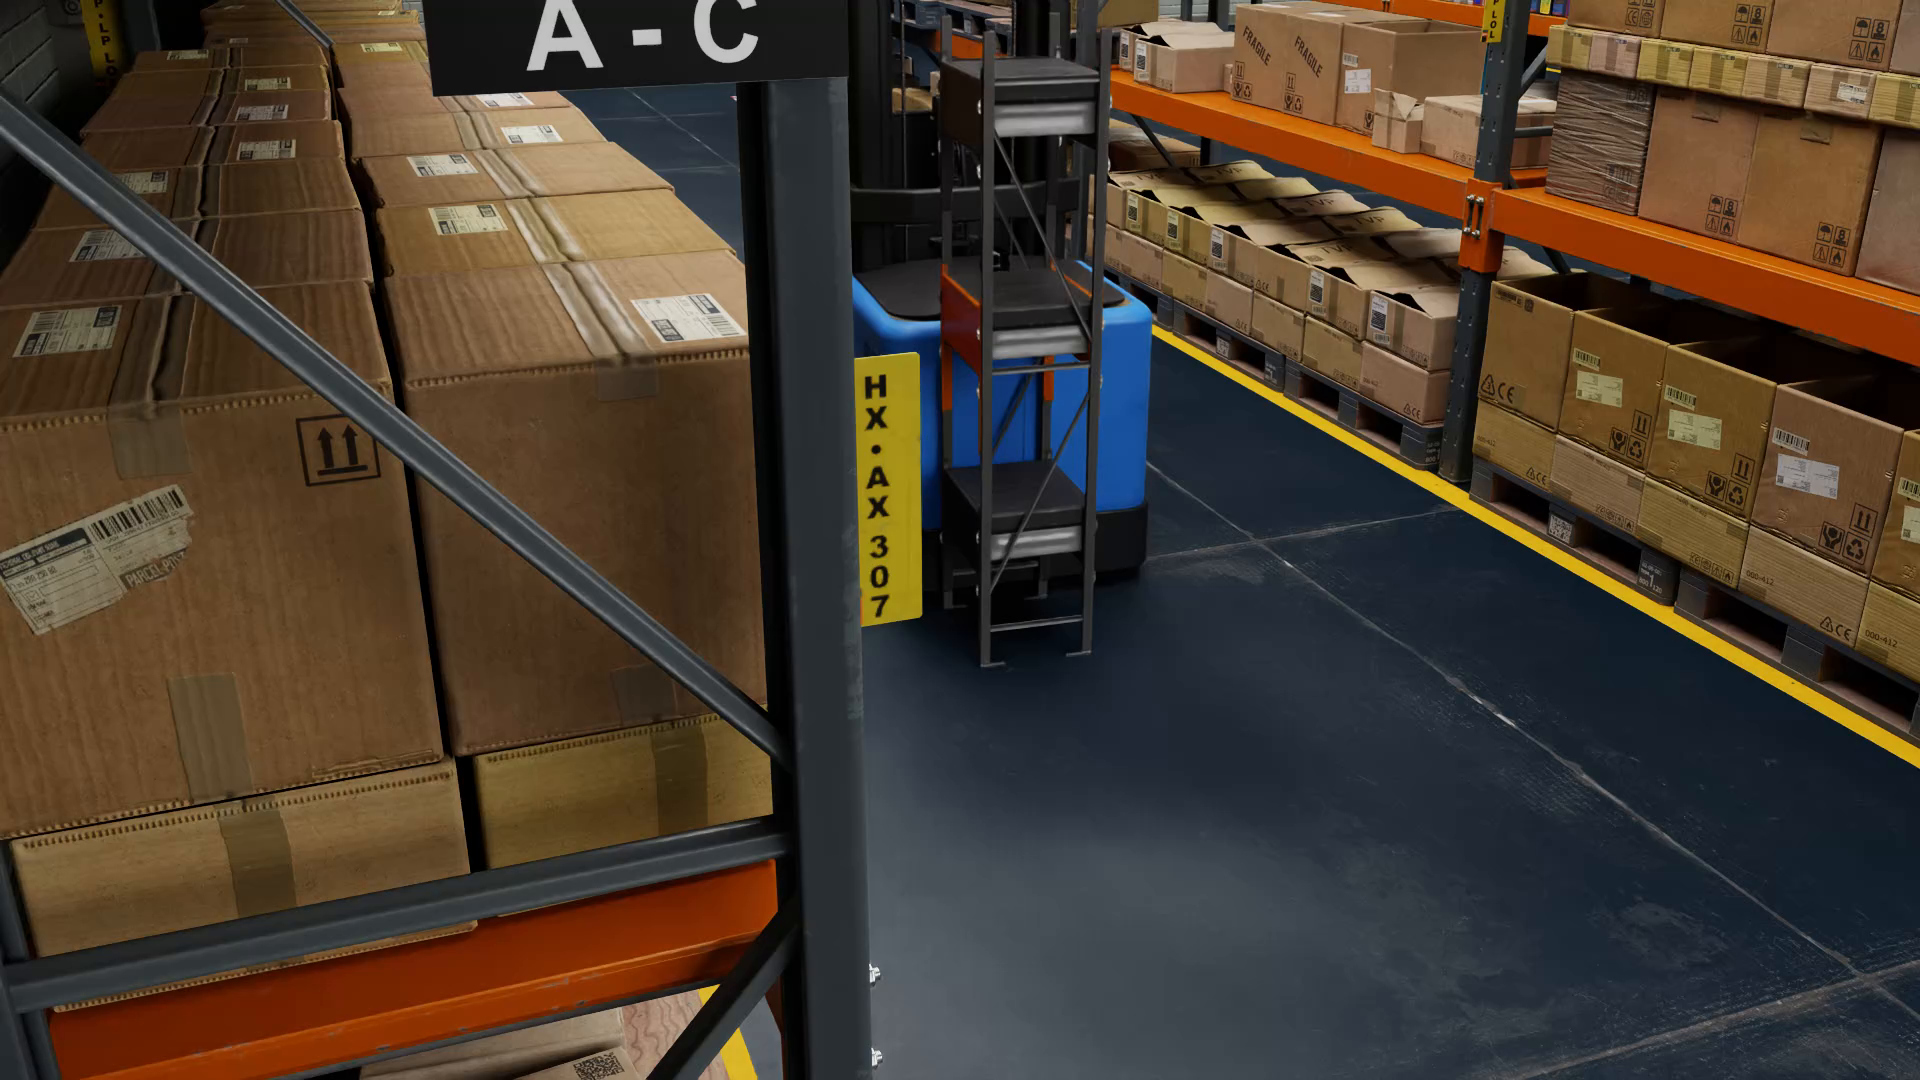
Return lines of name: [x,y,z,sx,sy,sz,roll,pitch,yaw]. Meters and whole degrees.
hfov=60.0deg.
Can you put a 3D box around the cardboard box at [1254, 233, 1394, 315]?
cardboard box: [1.845,-1.376,8.430,0.500,0.311,0.500,-8,24,-19]

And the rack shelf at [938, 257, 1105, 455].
rack shelf: [0.196,-0.627,5.569,0.431,0.518,0.480,-6,24,-14]

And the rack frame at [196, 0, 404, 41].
rack frame: [-3.426,-2.486,8.785,1.000,3.000,0.127,-8,24,-19]

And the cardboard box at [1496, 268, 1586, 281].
cardboard box: [2.707,-1.083,7.734,0.500,0.311,0.500,-8,24,-19]

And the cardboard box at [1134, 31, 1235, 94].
cardboard box: [1.342,-2.774,9.584,0.500,0.311,0.500,-9,24,-20]

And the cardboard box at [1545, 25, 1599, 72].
cardboard box: [2.534,-1.934,6.513,0.380,0.149,0.250,-8,24,-19]

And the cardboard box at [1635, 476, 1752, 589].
cardboard box: [2.844,-0.065,6.042,0.500,0.250,0.500,-8,24,-19]

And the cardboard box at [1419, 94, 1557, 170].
cardboard box: [2.405,-1.817,7.392,0.500,0.250,0.500,-7,24,-16]

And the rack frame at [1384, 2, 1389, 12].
rack frame: [4.429,-5.298,15.459,1.000,3.000,0.127,-8,24,-19]

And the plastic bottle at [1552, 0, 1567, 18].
plastic bottle: [4.879,-4.390,13.366,0.144,0.351,0.185,-8,24,-19]

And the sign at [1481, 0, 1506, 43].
sign: [2.116,-2.132,6.558,0.100,0.325,0.005,-8,24,-19]

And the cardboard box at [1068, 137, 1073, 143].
cardboard box: [0.633,-2.891,11.433,0.500,0.250,0.500,-7,24,-17]

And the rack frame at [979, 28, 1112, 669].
rack frame: [0.261,-0.548,5.347,0.400,2.100,0.015,-6,24,-14]

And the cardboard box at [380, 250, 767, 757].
cardboard box: [-0.487,-0.079,2.278,0.500,0.500,0.500,-8,24,-19]

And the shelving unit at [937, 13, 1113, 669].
shelving unit: [0.196,-0.639,5.563,0.431,2.100,0.503,-6,24,-14]

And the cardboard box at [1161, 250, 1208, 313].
cardboard box: [1.485,-1.492,9.427,0.500,0.250,0.500,-9,24,-20]

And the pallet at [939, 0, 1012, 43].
pallet: [0.516,-3.784,12.114,1.003,0.211,1.213,-8,24,-19]

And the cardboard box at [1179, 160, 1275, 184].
cardboard box: [1.622,-2.195,10.373,0.500,0.311,0.500,-8,24,-18]

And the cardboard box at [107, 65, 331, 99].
cardboard box: [-1.863,-0.930,4.296,0.500,0.500,0.500,-8,24,-19]

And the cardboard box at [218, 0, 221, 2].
cardboard box: [-2.790,-2.115,7.212,0.700,0.500,0.500,-8,24,-19]

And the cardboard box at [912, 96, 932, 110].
cardboard box: [-0.064,-3.270,13.297,0.500,0.500,0.500,-8,24,-18]

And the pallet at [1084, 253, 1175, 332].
pallet: [1.461,-1.577,10.220,1.003,0.211,1.213,-8,24,-19]

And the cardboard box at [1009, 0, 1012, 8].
cardboard box: [0.734,-3.978,11.657,0.700,0.500,0.500,-4,23,-9]

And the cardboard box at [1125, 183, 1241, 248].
cardboard box: [1.311,-1.931,9.748,0.500,0.311,0.500,-9,24,-20]

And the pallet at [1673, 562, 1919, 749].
pallet: [3.296,0.310,5.742,1.003,0.211,1.213,-8,24,-19]

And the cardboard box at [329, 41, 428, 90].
cardboard box: [-1.557,-1.189,4.910,0.500,0.500,0.500,-8,24,-19]

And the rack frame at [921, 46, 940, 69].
rack frame: [-0.206,-4.620,13.850,1.000,3.000,0.127,-8,24,-19]

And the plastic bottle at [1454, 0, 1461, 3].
plastic bottle: [4.381,-4.840,14.536,0.097,0.271,0.097,0,23,0]

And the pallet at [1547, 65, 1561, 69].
pallet: [8.005,-5.867,20.397,1.003,0.211,1.213,-8,24,-19]

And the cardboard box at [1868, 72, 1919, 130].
cardboard box: [3.084,-1.372,5.179,0.380,0.149,0.250,-9,24,-19]

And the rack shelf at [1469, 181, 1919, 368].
rack shelf: [3.326,-0.655,5.369,1.077,0.370,4.000,-8,24,-19]

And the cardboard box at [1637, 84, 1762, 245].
cardboard box: [2.975,-1.408,6.100,0.700,0.500,0.500,-9,24,-20]

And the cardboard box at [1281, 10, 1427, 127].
cardboard box: [2.001,-2.414,8.487,0.500,0.500,0.500,-8,24,-19]

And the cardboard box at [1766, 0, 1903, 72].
cardboard box: [3.139,-1.831,5.434,0.700,0.500,0.500,-8,24,-19]

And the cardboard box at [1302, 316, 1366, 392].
cardboard box: [2.025,-0.935,8.105,0.500,0.250,0.500,-9,24,-20]

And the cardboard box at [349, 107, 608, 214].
cardboard box: [-1.023,-0.635,3.596,0.500,0.500,0.500,-8,24,-17]

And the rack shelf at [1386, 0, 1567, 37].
rack shelf: [5.136,-4.240,13.874,1.077,0.370,4.000,-8,24,-19]

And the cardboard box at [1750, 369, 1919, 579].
cardboard box: [3.023,-0.229,5.466,0.500,0.500,0.500,-8,24,-19]

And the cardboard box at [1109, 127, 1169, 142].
cardboard box: [1.123,-2.612,11.736,0.500,0.500,0.500,-9,25,-21]

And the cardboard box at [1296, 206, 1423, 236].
cardboard box: [2.163,-1.641,9.059,0.500,0.311,0.500,-8,24,-18]

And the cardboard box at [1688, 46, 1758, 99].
cardboard box: [2.809,-1.654,5.849,0.380,0.149,0.250,-9,24,-19]

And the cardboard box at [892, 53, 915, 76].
cardboard box: [-0.875,-4.354,15.867,0.797,0.503,0.637,-8,24,-19]

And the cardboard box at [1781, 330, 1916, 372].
cardboard box: [3.334,-0.482,6.067,0.500,0.500,0.500,-8,24,-19]

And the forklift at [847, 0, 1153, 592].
forklift: [-0.170,-1.700,7.010,1.130,2.935,3.031,-6,24,-14]

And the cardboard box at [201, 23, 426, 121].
cardboard box: [-2.161,-1.471,5.682,0.700,0.500,0.500,-8,24,-19]

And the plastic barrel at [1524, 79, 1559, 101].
plastic barrel: [4.971,-3.671,14.260,0.421,0.512,0.421,0,23,0]

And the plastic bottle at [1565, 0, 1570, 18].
plastic bottle: [4.896,-4.295,13.228,0.061,0.283,0.133,-8,24,-19]

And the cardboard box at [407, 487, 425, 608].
cardboard box: [-0.672,0.073,2.881,0.500,0.250,0.500,-9,25,-21]

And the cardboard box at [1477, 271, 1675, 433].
cardboard box: [2.491,-0.774,6.758,0.500,0.500,0.500,-8,24,-19]

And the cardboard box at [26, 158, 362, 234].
cardboard box: [-1.321,-0.378,2.987,0.500,0.500,0.500,-9,24,-20]
